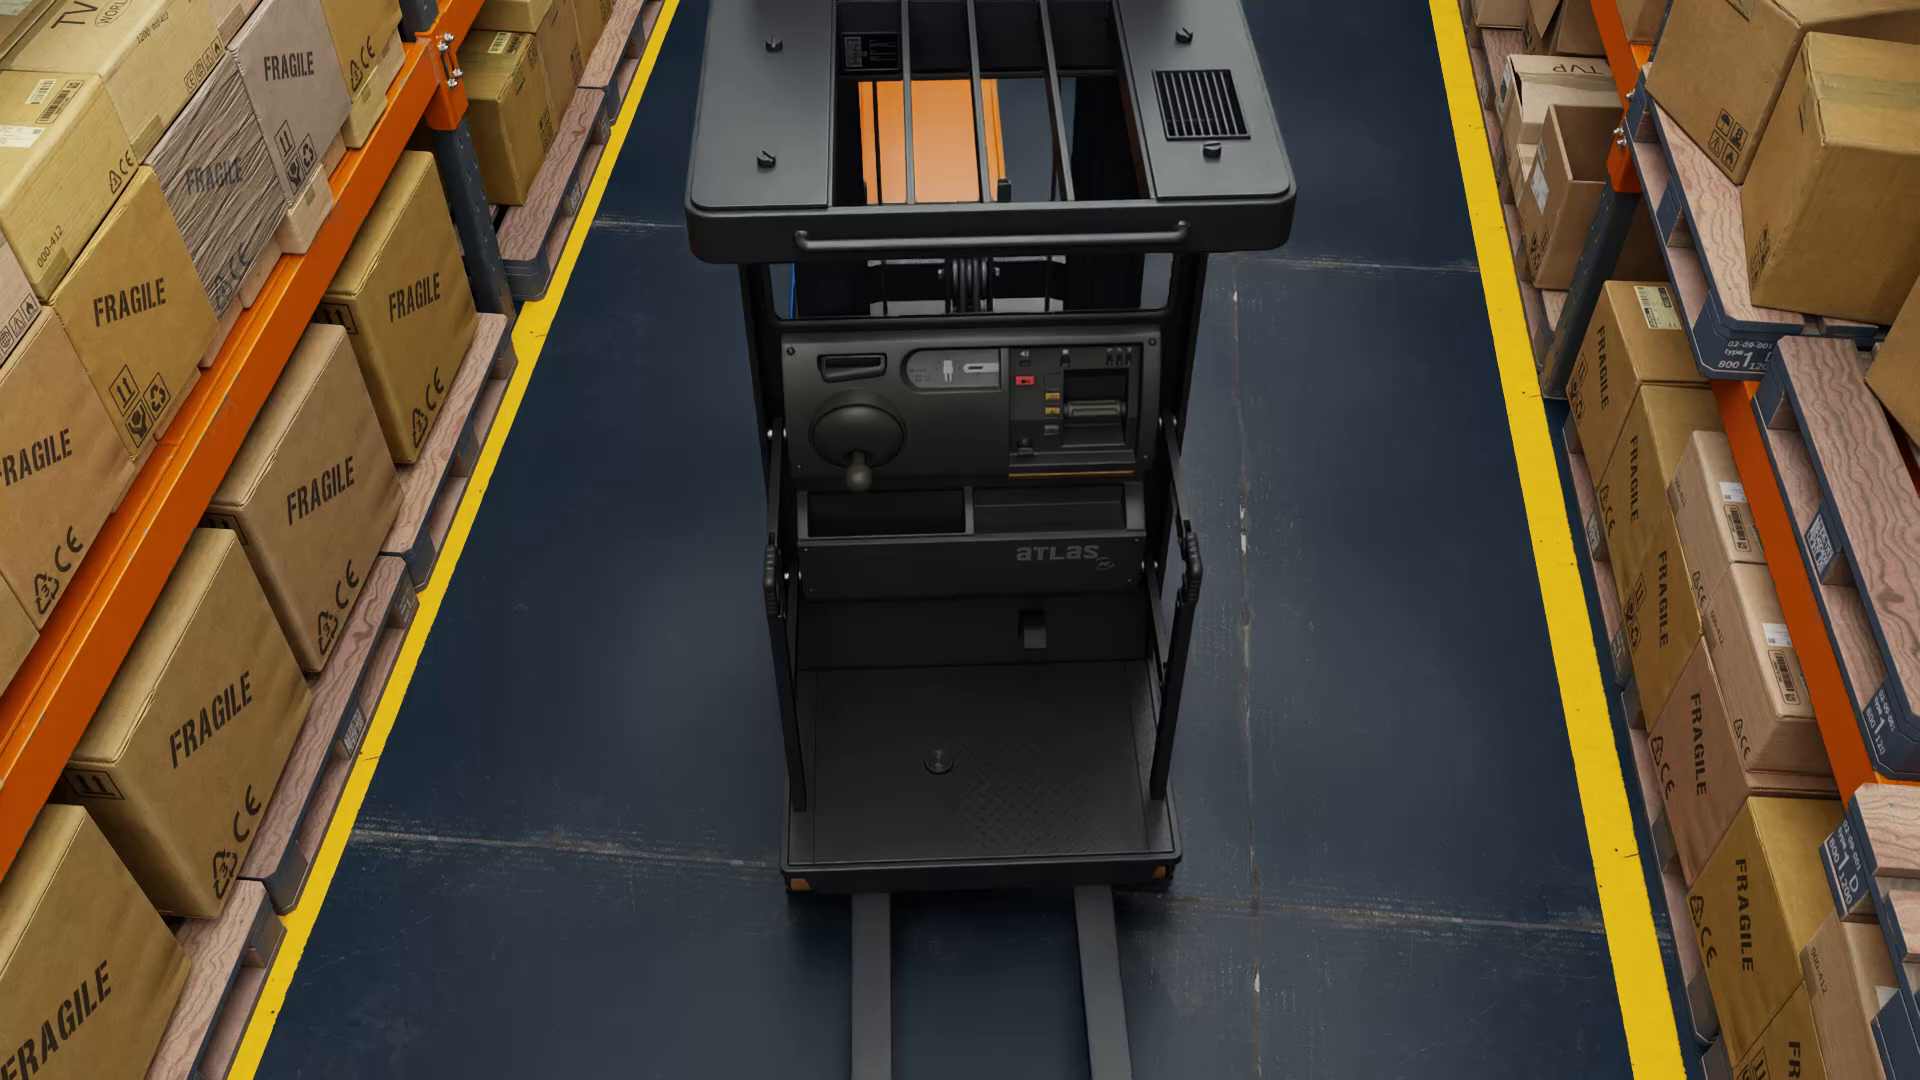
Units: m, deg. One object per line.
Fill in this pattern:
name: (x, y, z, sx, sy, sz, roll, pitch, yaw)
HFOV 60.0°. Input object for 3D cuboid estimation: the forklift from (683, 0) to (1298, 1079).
forklift: (0.041, -0.226, 3.971, 1.130, 2.935, 3.031, -2, 48, -2)

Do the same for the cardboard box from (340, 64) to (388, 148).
cardboard box: (-1.996, -1.345, 5.104, 0.380, 0.149, 0.250, 5, 48, 4)

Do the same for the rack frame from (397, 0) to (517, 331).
rack frame: (-2.248, -1.878, 5.434, 1.000, 3.000, 0.127, 4, 48, 4)

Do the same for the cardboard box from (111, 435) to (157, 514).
cardboard box: (-2.223, -0.214, 4.070, 0.380, 0.149, 0.250, 4, 48, 4)

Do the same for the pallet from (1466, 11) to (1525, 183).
pallet: (2.858, -2.009, 7.445, 1.003, 0.211, 1.213, 4, 48, 4)

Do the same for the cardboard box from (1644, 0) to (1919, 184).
cardboard box: (2.420, -1.390, 4.636, 0.700, 0.500, 0.500, -11, 48, -10)

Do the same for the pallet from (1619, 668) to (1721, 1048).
pallet: (2.541, 0.893, 4.790, 1.003, 0.211, 1.213, 4, 48, 4)

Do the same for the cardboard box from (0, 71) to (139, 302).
cardboard box: (-2.184, -0.787, 3.646, 0.500, 0.250, 0.500, 3, 48, 3)

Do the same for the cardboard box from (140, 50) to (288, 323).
cardboard box: (-2.130, -0.918, 4.274, 0.500, 0.500, 0.500, 4, 48, 4)

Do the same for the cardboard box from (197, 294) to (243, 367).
cardboard box: (-2.156, -0.601, 4.424, 0.380, 0.149, 0.250, 3, 48, 2)

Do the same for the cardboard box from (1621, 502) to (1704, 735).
cardboard box: (2.308, 0.247, 4.888, 0.500, 0.500, 0.500, 4, 48, 4)

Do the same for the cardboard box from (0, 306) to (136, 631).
cardboard box: (-2.210, -0.168, 3.588, 0.500, 0.500, 0.500, 4, 48, 3)

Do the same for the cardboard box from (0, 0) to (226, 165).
cardboard box: (-2.138, -1.161, 3.988, 0.500, 0.250, 0.500, 5, 48, 4)

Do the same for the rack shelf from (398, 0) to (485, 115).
rack shelf: (-2.066, -3.104, 7.044, 1.077, 0.370, 4.000, 4, 48, 4)

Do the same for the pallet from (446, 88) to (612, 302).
pallet: (-2.101, -1.490, 6.970, 1.003, 0.211, 1.213, 4, 48, 4)

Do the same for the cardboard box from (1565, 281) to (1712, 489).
cardboard box: (2.399, -0.513, 5.582, 0.500, 0.500, 0.500, 2, 48, 2)

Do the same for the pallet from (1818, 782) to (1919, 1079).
pallet: (2.313, 0.954, 2.975, 1.213, 0.211, 1.003, 4, 48, 4)

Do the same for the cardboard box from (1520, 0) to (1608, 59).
cardboard box: (2.852, -2.234, 7.154, 0.797, 0.503, 0.637, 4, 48, 4)

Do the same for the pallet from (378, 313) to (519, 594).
pallet: (-2.243, -0.364, 5.940, 1.003, 0.211, 1.213, 4, 48, 4)

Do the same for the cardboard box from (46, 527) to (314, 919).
cardboard box: (-2.328, 0.471, 4.459, 0.750, 0.750, 0.750, 4, 48, 3)

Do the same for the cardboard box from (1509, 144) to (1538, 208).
cardboard box: (2.429, -1.451, 6.678, 0.380, 0.149, 0.250, 4, 48, 4)

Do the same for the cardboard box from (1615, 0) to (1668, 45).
cardboard box: (2.476, -1.965, 5.447, 0.500, 0.500, 0.500, 5, 48, 4)

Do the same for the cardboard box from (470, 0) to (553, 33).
cardboard box: (-1.865, -2.177, 6.678, 0.380, 0.149, 0.250, 5, 48, 5)

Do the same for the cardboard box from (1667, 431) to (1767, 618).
cardboard box: (2.308, -0.031, 4.633, 0.500, 0.250, 0.500, 4, 48, 4)

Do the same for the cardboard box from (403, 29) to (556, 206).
cardboard box: (-2.078, -1.718, 6.698, 0.700, 0.500, 0.500, 4, 48, 4)

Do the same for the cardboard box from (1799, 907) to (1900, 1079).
cardboard box: (2.173, 1.090, 3.608, 0.500, 0.250, 0.500, 6, 48, 5)

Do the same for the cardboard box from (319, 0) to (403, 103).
cardboard box: (-2.039, -1.662, 4.955, 0.500, 0.500, 0.500, 3, 48, 3)

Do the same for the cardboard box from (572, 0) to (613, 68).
cardboard box: (-1.979, -2.464, 7.380, 0.700, 0.500, 0.500, 5, 48, 4)

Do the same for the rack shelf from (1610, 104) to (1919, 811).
rack shelf: (2.503, 0.165, 4.054, 1.077, 0.370, 4.000, 4, 48, 4)

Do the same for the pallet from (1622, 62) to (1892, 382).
pallet: (2.504, -0.902, 4.673, 1.003, 0.211, 1.213, 4, 48, 4)

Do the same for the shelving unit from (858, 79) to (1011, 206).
shelving unit: (-0.108, -1.129, 6.020, 0.538, 1.125, 1.048, -2, 48, -2)

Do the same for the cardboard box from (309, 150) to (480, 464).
cardboard box: (-2.178, -0.807, 5.628, 0.750, 0.750, 0.750, 4, 48, 4)

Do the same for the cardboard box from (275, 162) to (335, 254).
cardboard box: (-2.030, -0.960, 4.752, 0.380, 0.149, 0.250, 4, 48, 4)

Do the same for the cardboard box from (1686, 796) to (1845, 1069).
cardboard box: (2.220, 1.004, 4.195, 0.500, 0.500, 0.500, 2, 48, 2)

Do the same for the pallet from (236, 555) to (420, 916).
pallet: (-2.352, 0.535, 5.118, 1.003, 0.211, 1.213, 4, 48, 4)

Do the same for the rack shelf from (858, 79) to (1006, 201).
rack shelf: (-0.108, -1.326, 5.804, 0.538, 0.278, 1.000, -2, 48, -2)

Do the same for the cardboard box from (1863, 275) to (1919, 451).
cardboard box: (2.586, -0.420, 3.749, 0.700, 0.500, 0.500, -7, 48, -6)
